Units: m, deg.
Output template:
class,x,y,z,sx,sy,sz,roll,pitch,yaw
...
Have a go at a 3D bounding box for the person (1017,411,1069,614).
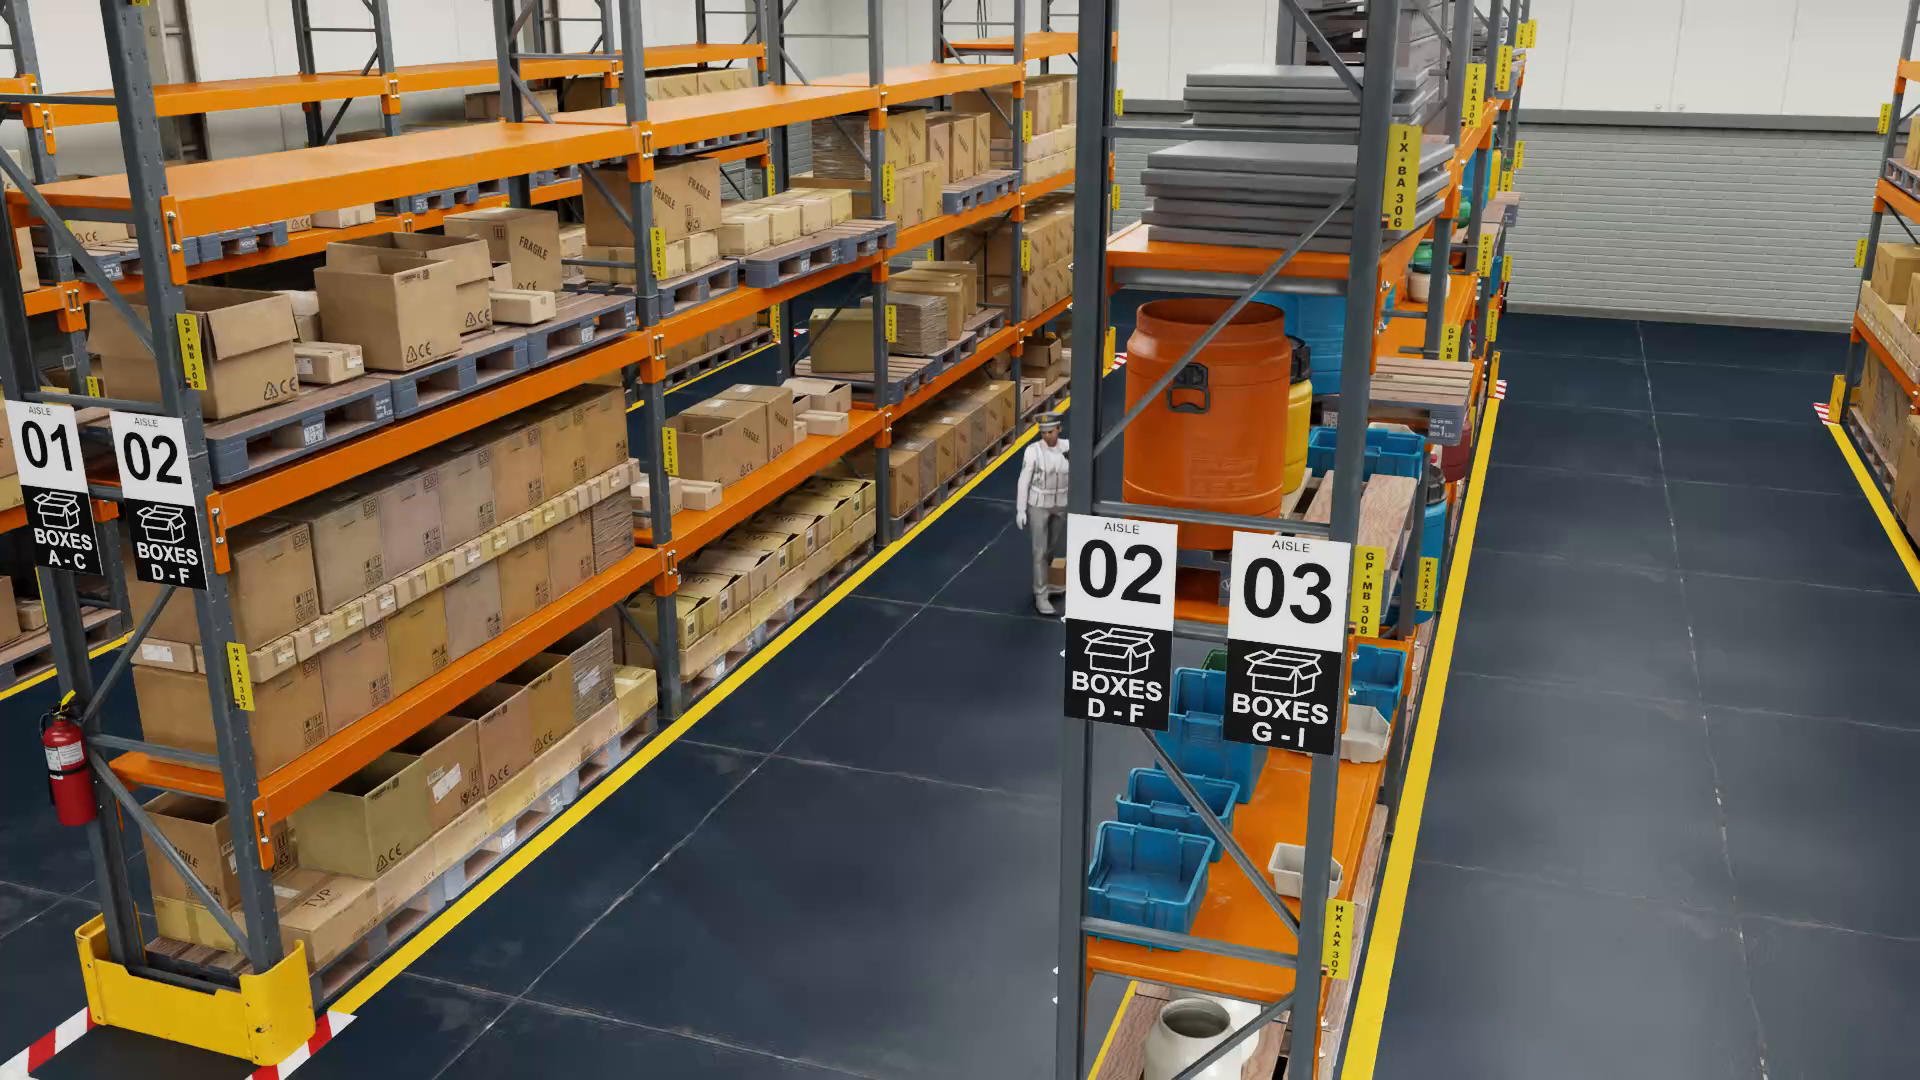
class,x,y,z,sx,sy,sz,roll,pitch,yaw
person,0.731,-0.263,13.671,0.526,1.649,0.636,-8,21,-23
